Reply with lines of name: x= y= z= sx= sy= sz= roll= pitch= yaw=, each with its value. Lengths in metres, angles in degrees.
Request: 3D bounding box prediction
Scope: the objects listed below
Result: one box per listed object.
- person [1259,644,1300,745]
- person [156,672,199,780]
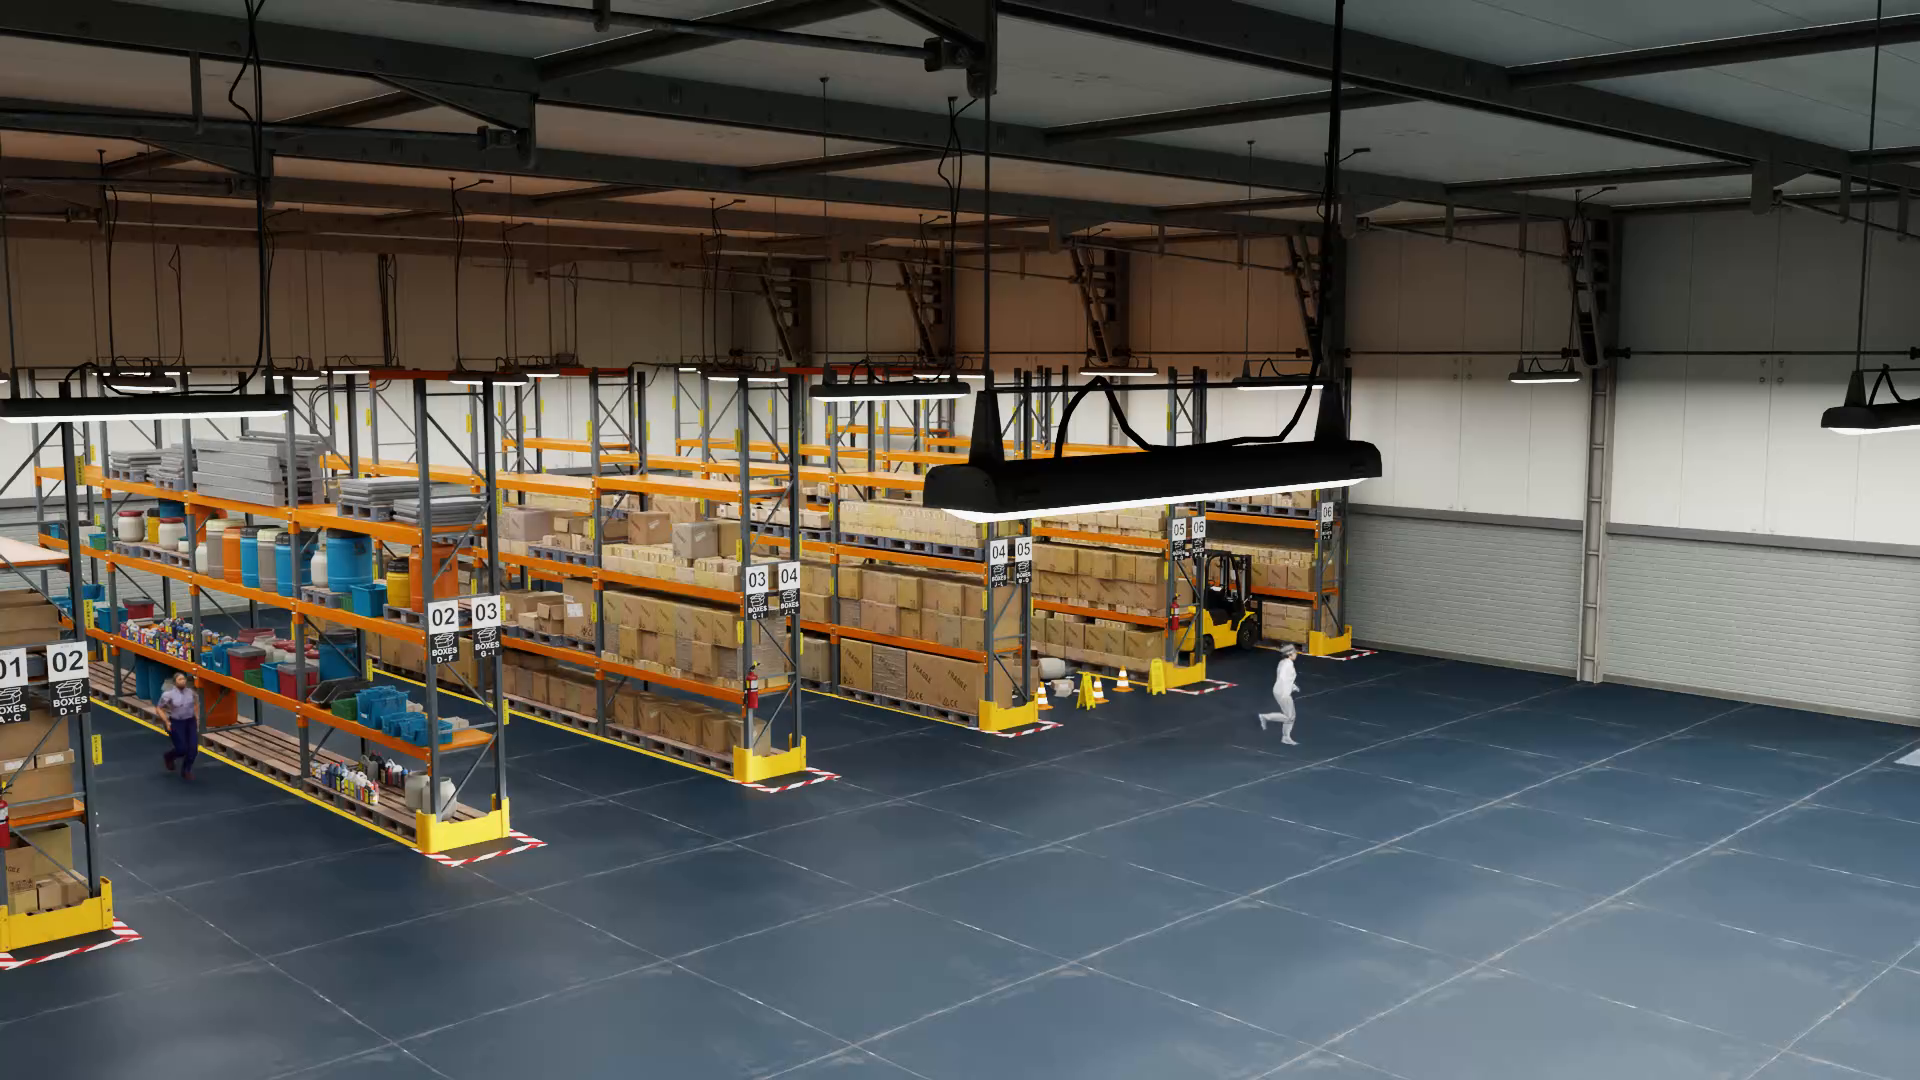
person: x=5.181 y=2.506 z=26.922 sx=0.669 sy=1.653 sz=0.645 roll=0 pitch=6 yaw=3
person: x=-11.578 y=2.767 z=24.720 sx=0.551 sy=1.595 sz=0.614 roll=5 pitch=8 yaw=36
